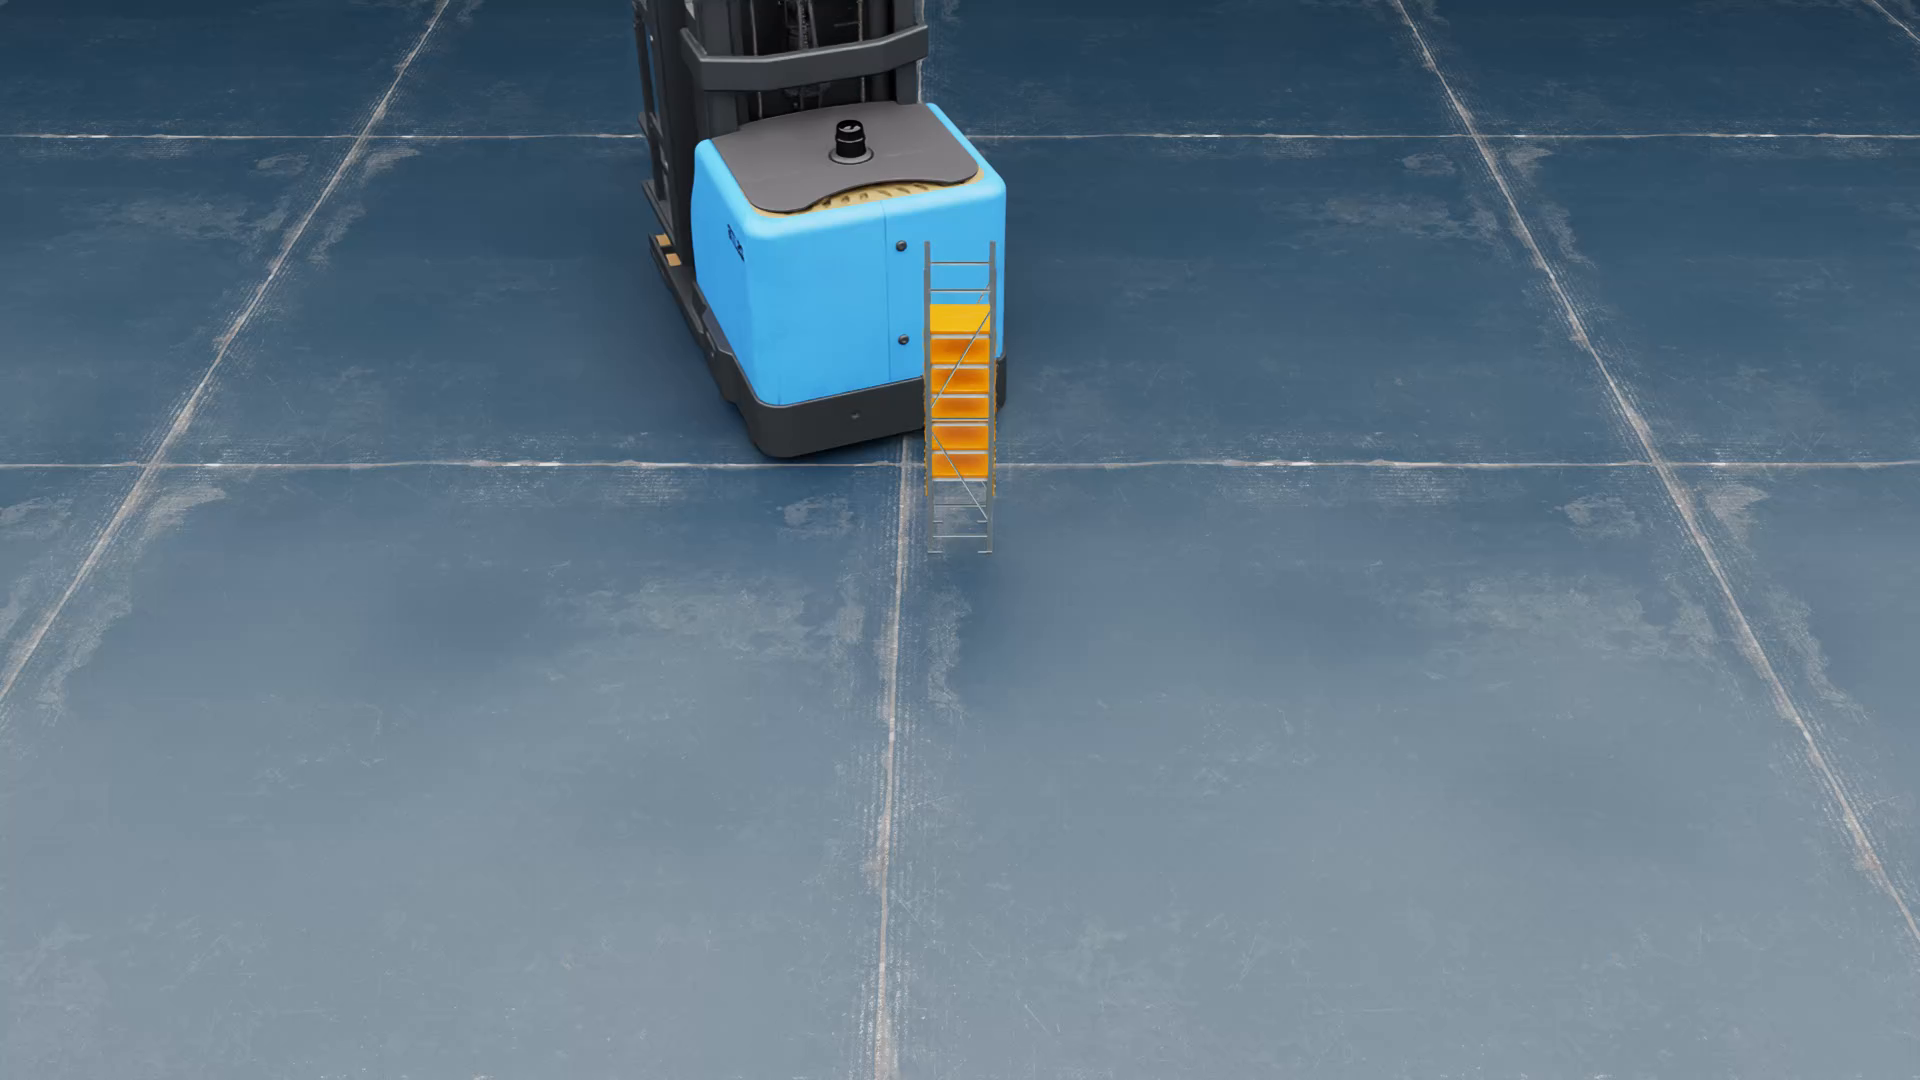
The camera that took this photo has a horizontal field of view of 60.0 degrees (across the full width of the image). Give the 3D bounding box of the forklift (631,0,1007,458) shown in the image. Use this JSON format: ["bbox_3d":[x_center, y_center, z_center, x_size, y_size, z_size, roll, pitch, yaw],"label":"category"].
[{"bbox_3d":[-0.816,-2.391,6.890,1.130,2.935,3.031,-14,41,-16],"label":"forklift"}]

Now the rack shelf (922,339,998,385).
[{"bbox_3d":[0.000,-0.630,5.764,0.258,0.103,0.180,0,39,0],"label":"rack shelf"}]

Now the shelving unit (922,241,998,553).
[{"bbox_3d":[0.000,-0.477,5.886,0.258,1.200,0.189,0,39,0],"label":"shelving unit"}]

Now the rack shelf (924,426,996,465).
[{"bbox_3d":[0.000,-0.349,5.989,0.258,0.103,0.180,0,39,0],"label":"rack shelf"}]

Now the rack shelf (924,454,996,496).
[{"bbox_3d":[0.000,-0.255,6.064,0.258,0.103,0.180,0,39,0],"label":"rack shelf"}]

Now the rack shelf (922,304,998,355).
[{"bbox_3d":[0.000,-0.724,5.689,0.258,0.103,0.180,0,39,0],"label":"rack shelf"}]

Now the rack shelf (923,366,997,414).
[{"bbox_3d":[0.000,-0.536,5.839,0.258,0.103,0.180,0,39,0],"label":"rack shelf"}]

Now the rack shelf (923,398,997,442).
[{"bbox_3d":[0.000,-0.443,5.914,0.258,0.103,0.180,0,39,0],"label":"rack shelf"}]

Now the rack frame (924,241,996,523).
[{"bbox_3d":[0.000,-0.534,5.957,0.240,1.200,0.006,0,39,0],"label":"rack frame"}]

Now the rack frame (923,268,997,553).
[{"bbox_3d":[0.000,-0.420,5.815,0.240,1.200,0.006,0,39,0],"label":"rack frame"}]
